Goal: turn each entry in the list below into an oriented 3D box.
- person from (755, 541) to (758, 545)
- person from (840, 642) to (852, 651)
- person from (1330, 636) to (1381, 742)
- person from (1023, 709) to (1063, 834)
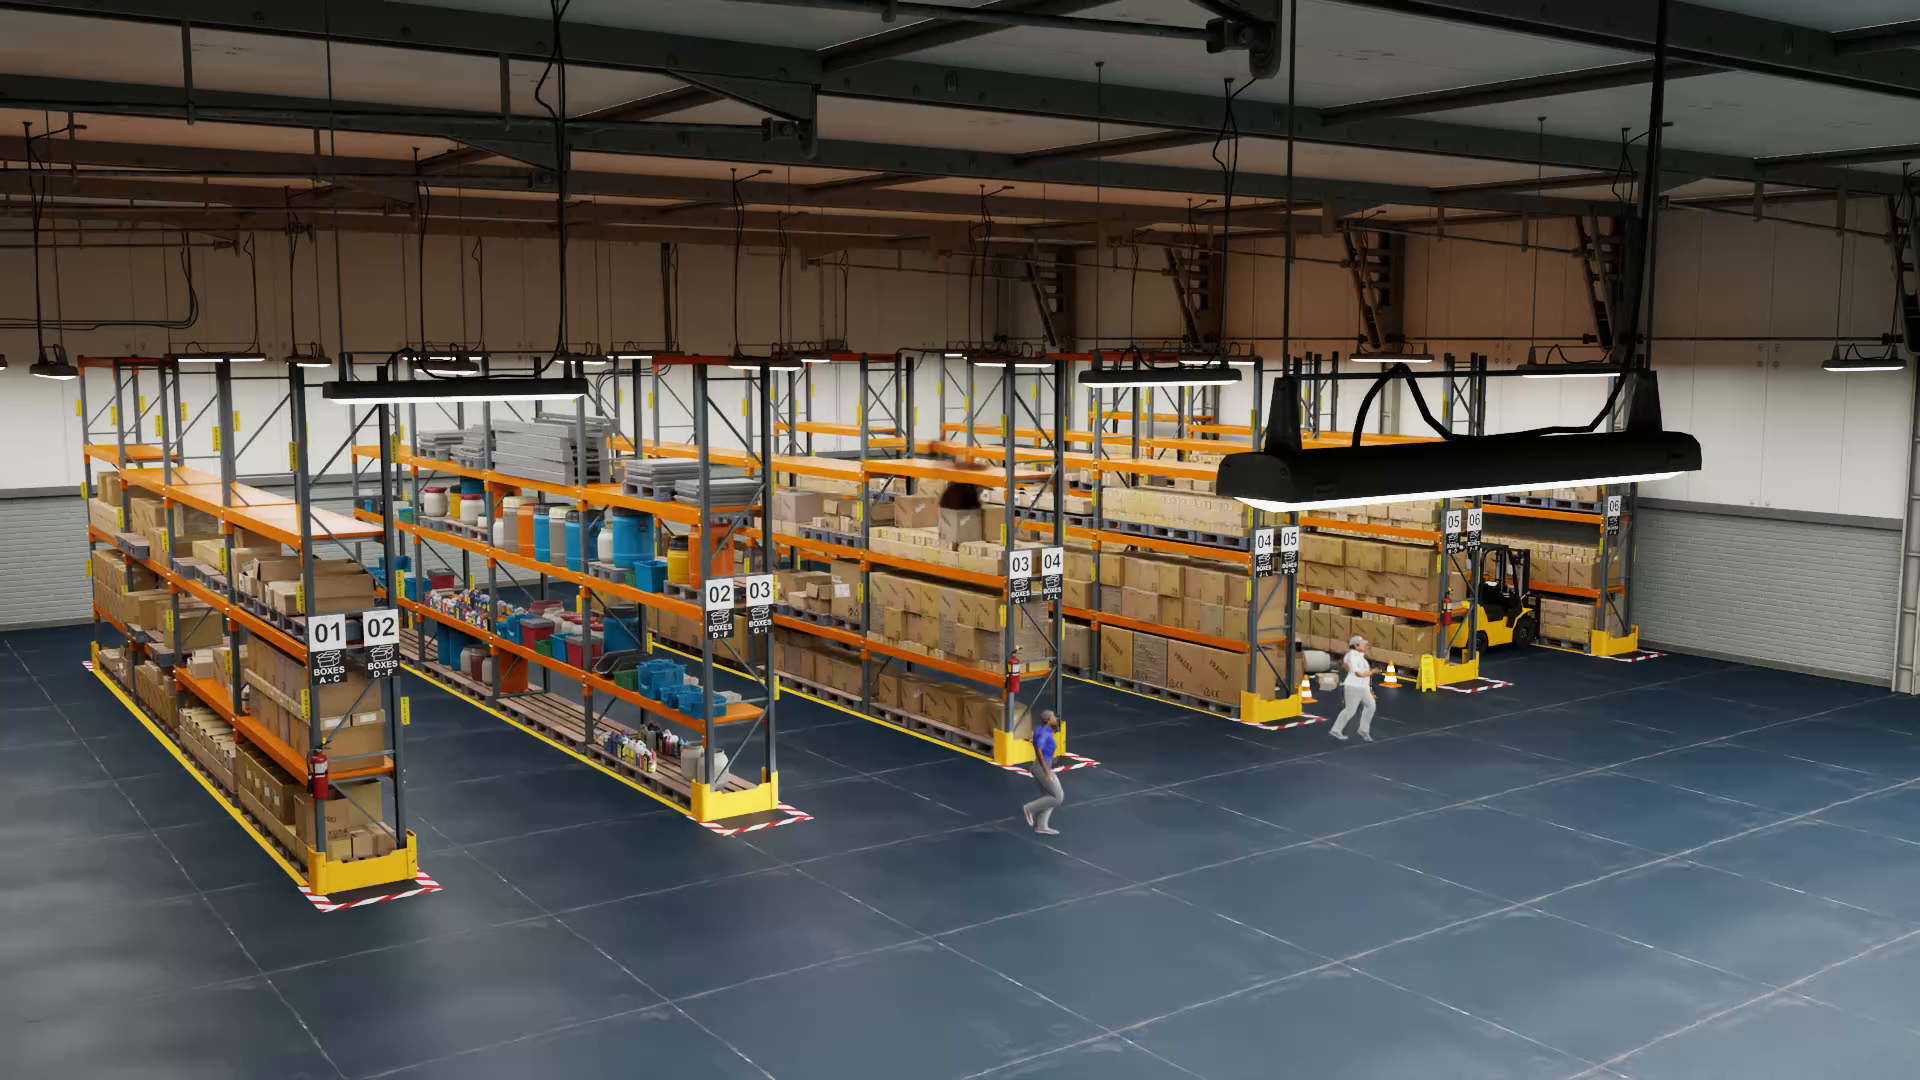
[{"bbox_3d":[-4.873,0.830,38.767,0.658,1.653,0.744,-3,7,-20],"label":"person"},{"bbox_3d":[-2.287,1.470,32.963,0.709,1.742,0.799,-4,8,-32],"label":"person"},{"bbox_3d":[6.219,2.355,26.123,0.742,1.725,0.588,3,7,21],"label":"person"},{"bbox_3d":[1.051,2.967,21.307,0.547,1.613,0.588,-1,7,-11],"label":"person"}]
